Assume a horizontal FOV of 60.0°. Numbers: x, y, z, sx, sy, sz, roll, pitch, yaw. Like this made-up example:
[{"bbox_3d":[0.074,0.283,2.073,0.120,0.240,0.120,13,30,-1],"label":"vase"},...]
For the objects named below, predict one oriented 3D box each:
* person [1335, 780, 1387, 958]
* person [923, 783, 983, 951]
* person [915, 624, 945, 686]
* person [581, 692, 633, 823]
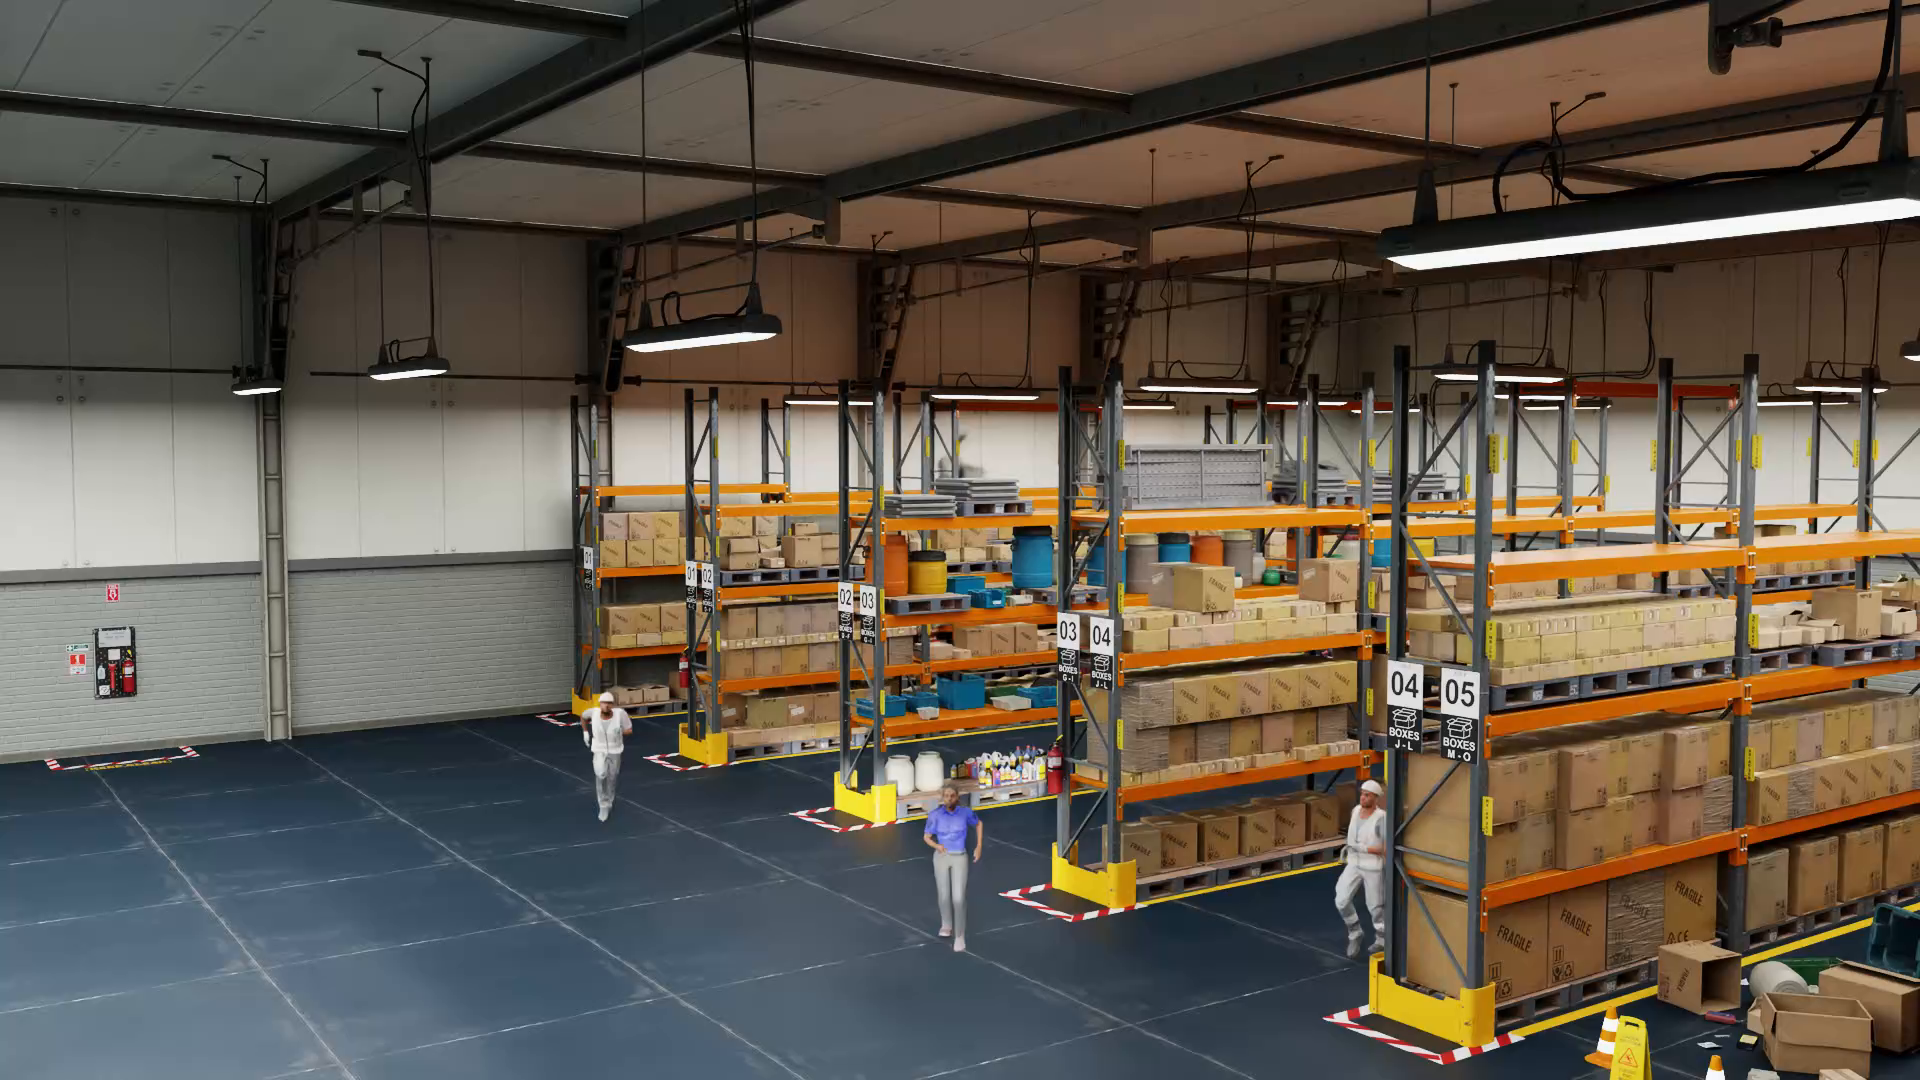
[{"bbox_3d":[4.012,3.275,16.512,0.709,1.792,0.640,-3,5,-43],"label":"person"},{"bbox_3d":[-0.075,3.339,16.965,0.593,1.728,0.715,0,3,4],"label":"person"},{"bbox_3d":[-0.611,2.051,31.888,0.872,1.815,0.633,-3,4,-39],"label":"person"},{"bbox_3d":[-4.826,2.927,22.746,0.671,1.770,0.959,-1,4,-17],"label":"person"}]
